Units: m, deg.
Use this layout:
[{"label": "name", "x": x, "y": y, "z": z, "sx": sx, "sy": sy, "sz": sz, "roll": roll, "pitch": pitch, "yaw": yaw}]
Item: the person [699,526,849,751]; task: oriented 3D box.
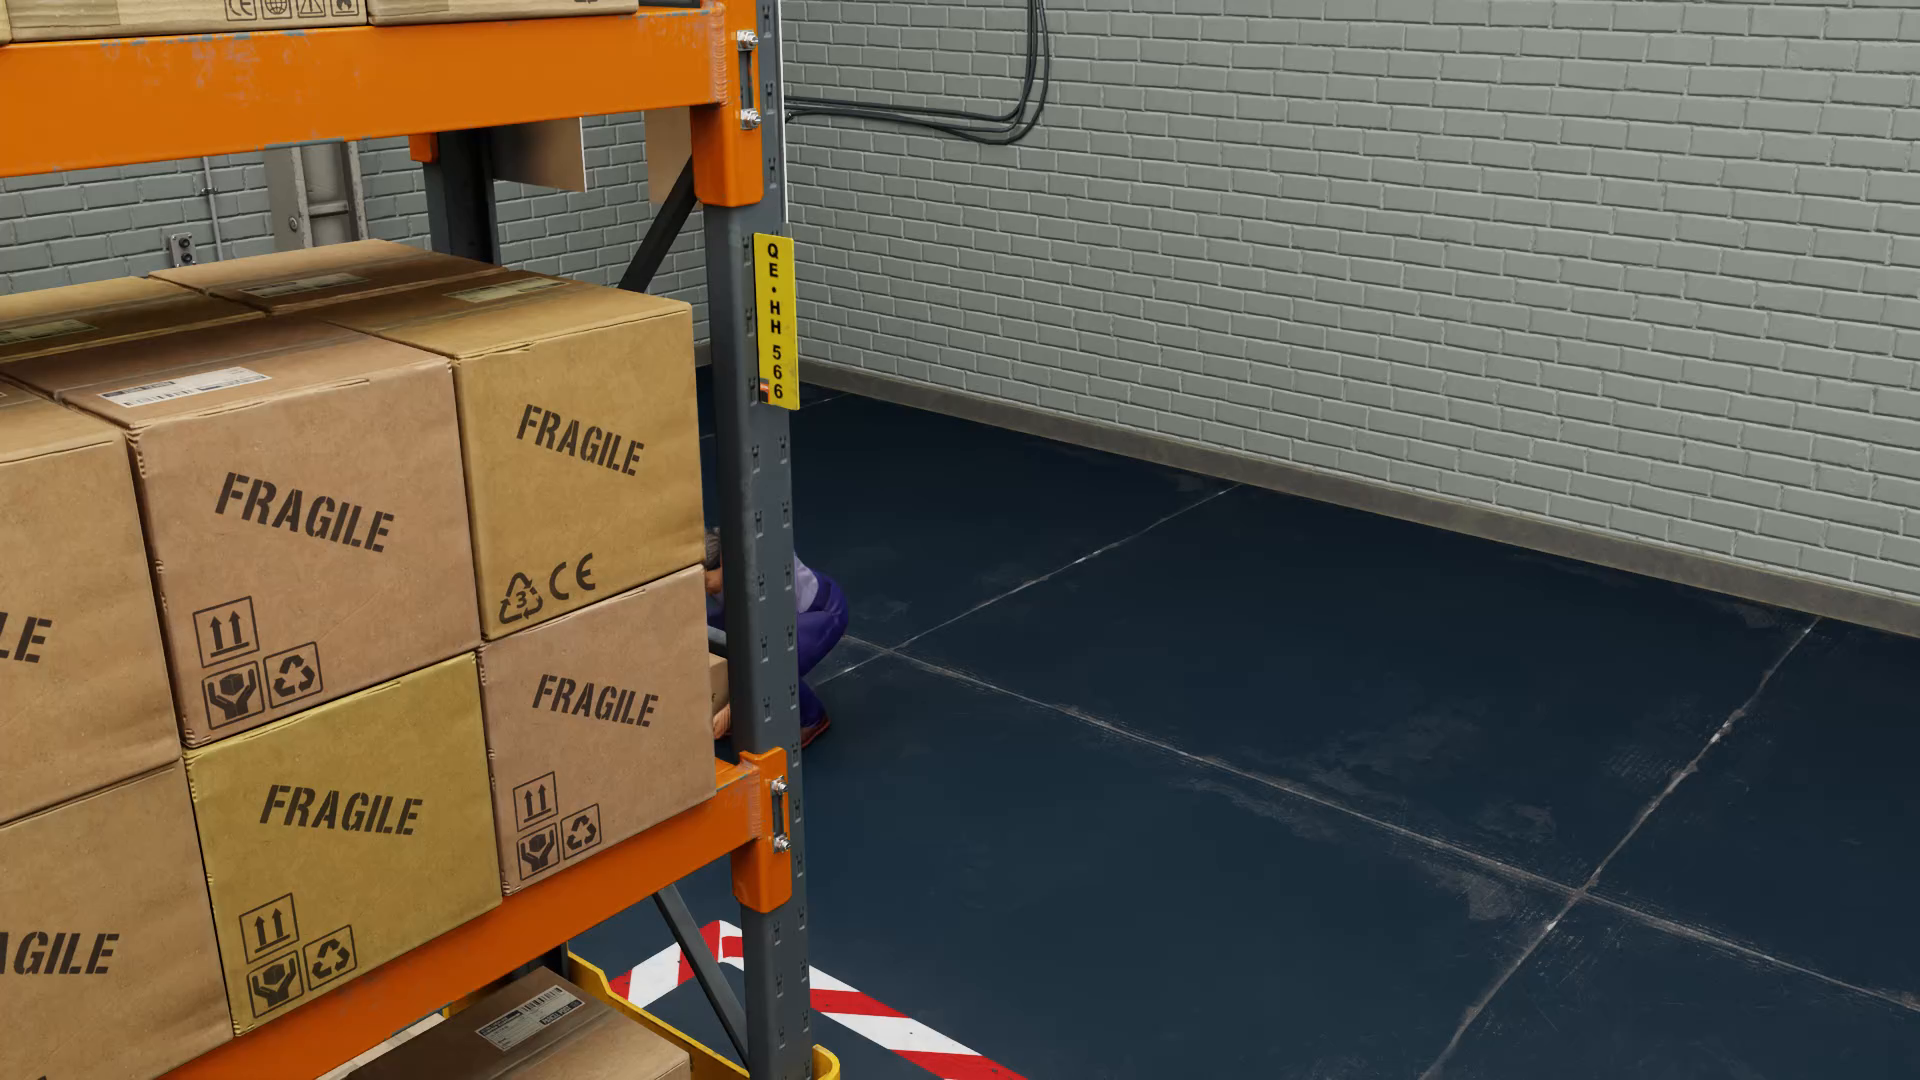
[{"label": "person", "x": -0.772, "y": 0.329, "z": 6.220, "sx": 0.517, "sy": 0.954, "sz": 0.821, "roll": 16, "pitch": 26, "yaw": 36}]
